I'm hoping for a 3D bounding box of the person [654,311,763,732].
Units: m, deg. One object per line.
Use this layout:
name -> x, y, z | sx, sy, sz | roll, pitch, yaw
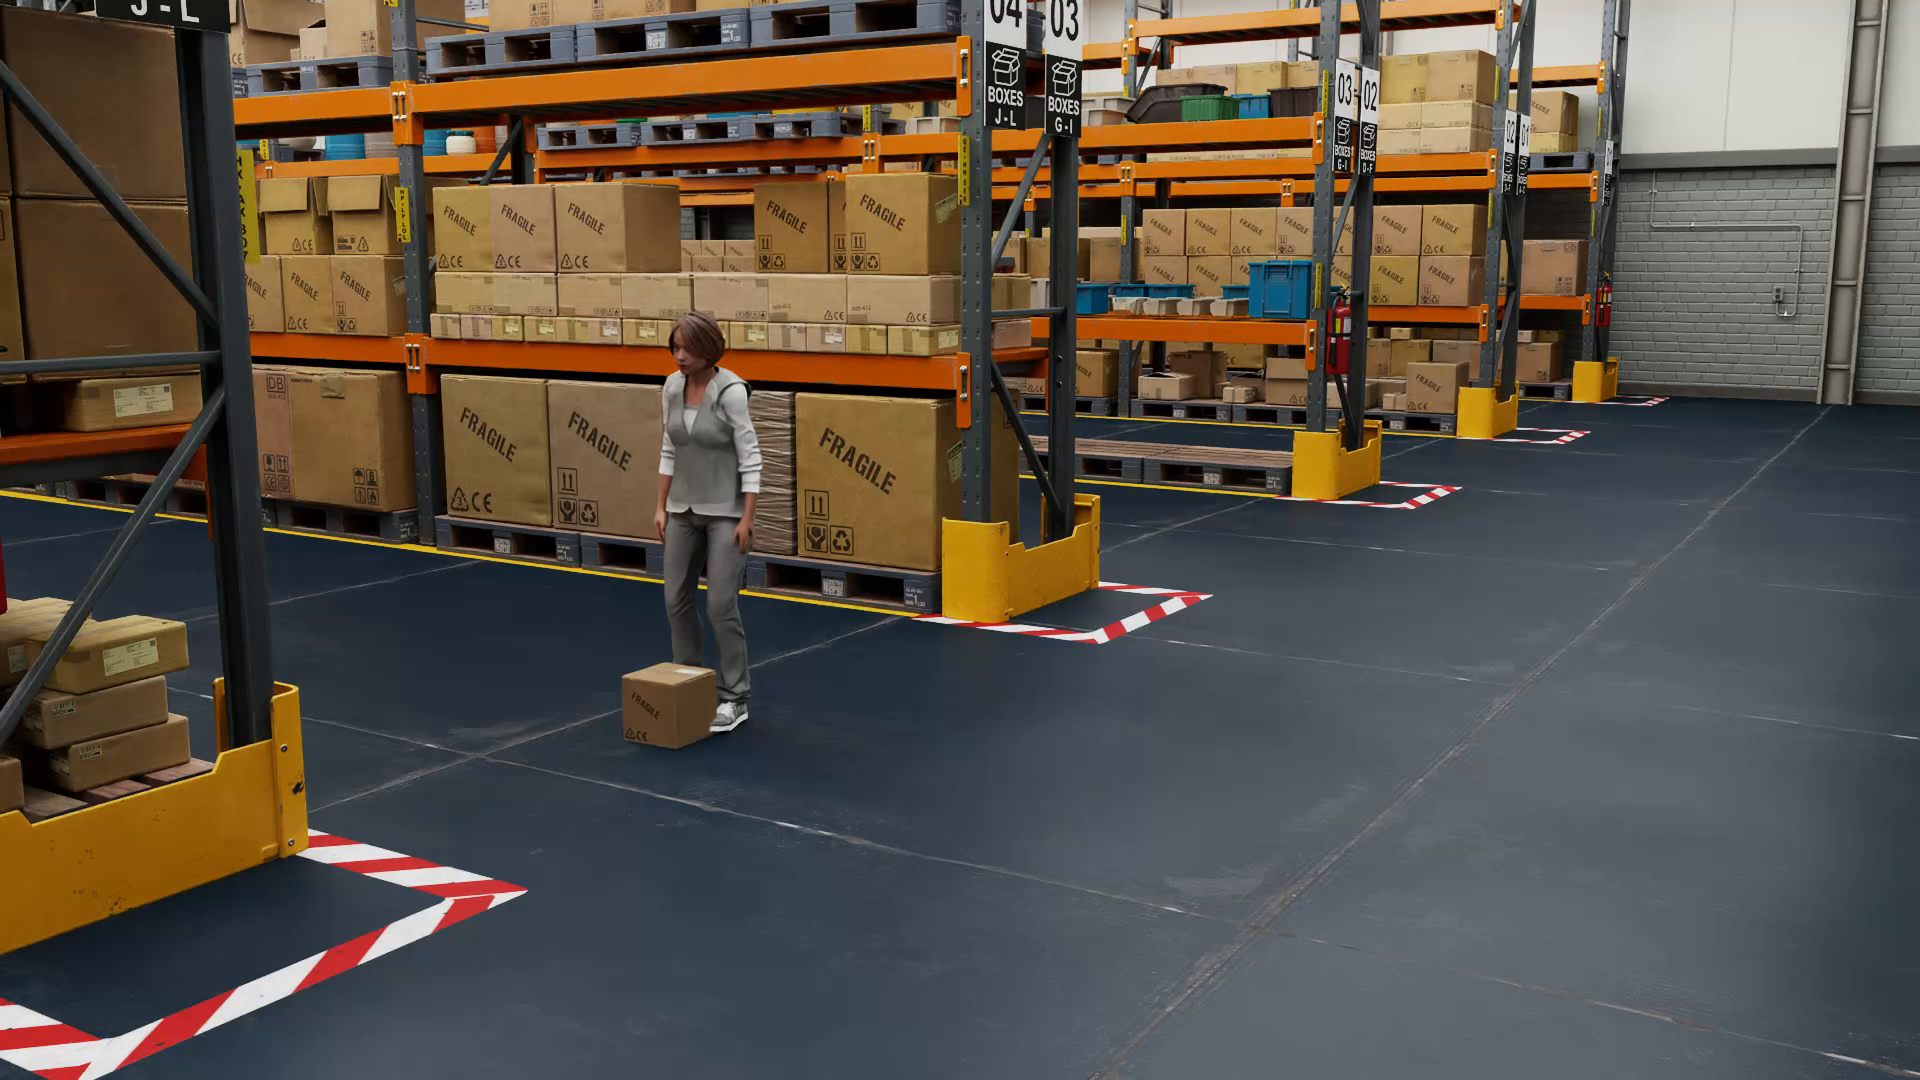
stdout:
person -> -0.973, -0.074, 6.365 | 0.471, 1.590, 0.348 | 5, 11, 28
